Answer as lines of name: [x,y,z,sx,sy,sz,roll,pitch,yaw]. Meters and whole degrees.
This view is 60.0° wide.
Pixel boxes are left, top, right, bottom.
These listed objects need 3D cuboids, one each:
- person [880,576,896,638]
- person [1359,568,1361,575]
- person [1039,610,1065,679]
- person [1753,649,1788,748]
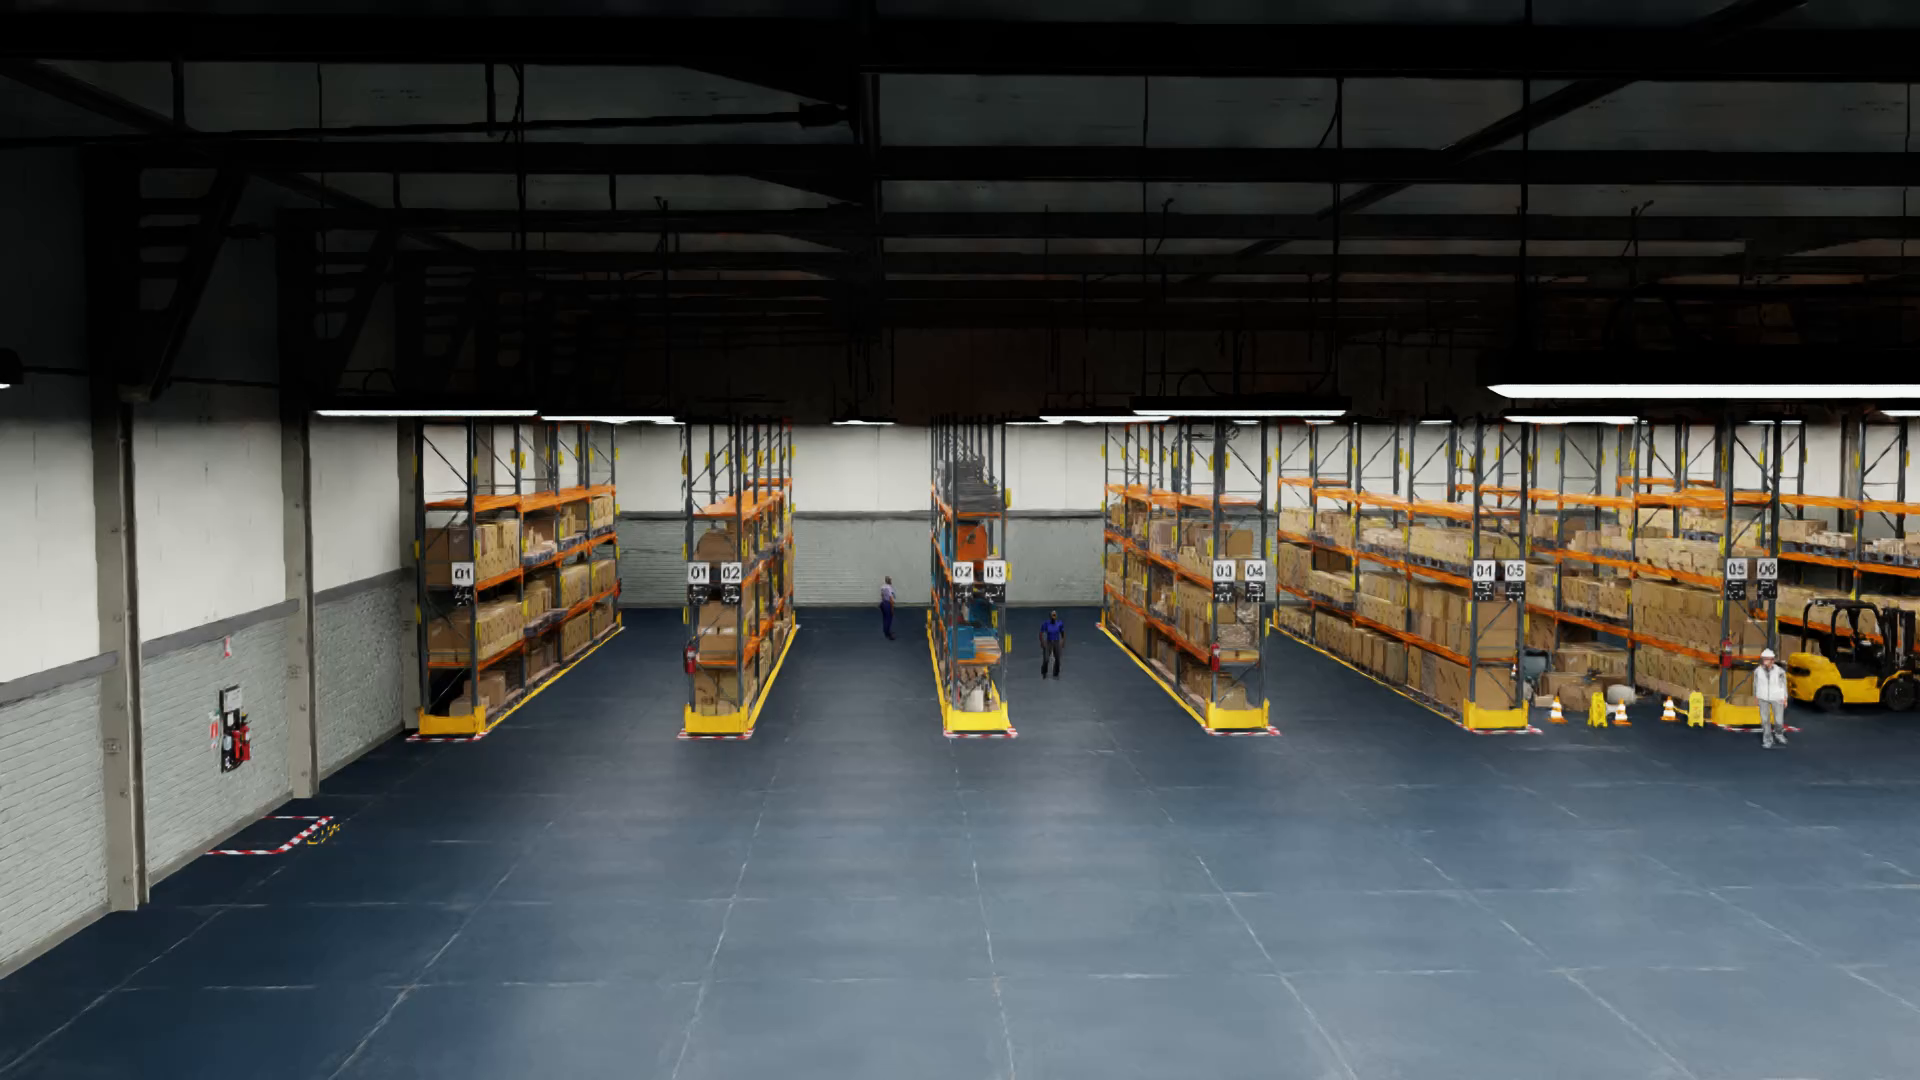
person: [-1.929,1.818,45.240,0.432,1.641,0.527,-2,5,-30]
person: [11.303,1.637,47.179,0.449,1.737,0.595,-3,5,-34]
person: [2.090,2.365,37.685,0.592,1.604,0.518,0,4,-4]
person: [14.495,2.819,29.732,0.582,1.767,0.558,3,5,35]
